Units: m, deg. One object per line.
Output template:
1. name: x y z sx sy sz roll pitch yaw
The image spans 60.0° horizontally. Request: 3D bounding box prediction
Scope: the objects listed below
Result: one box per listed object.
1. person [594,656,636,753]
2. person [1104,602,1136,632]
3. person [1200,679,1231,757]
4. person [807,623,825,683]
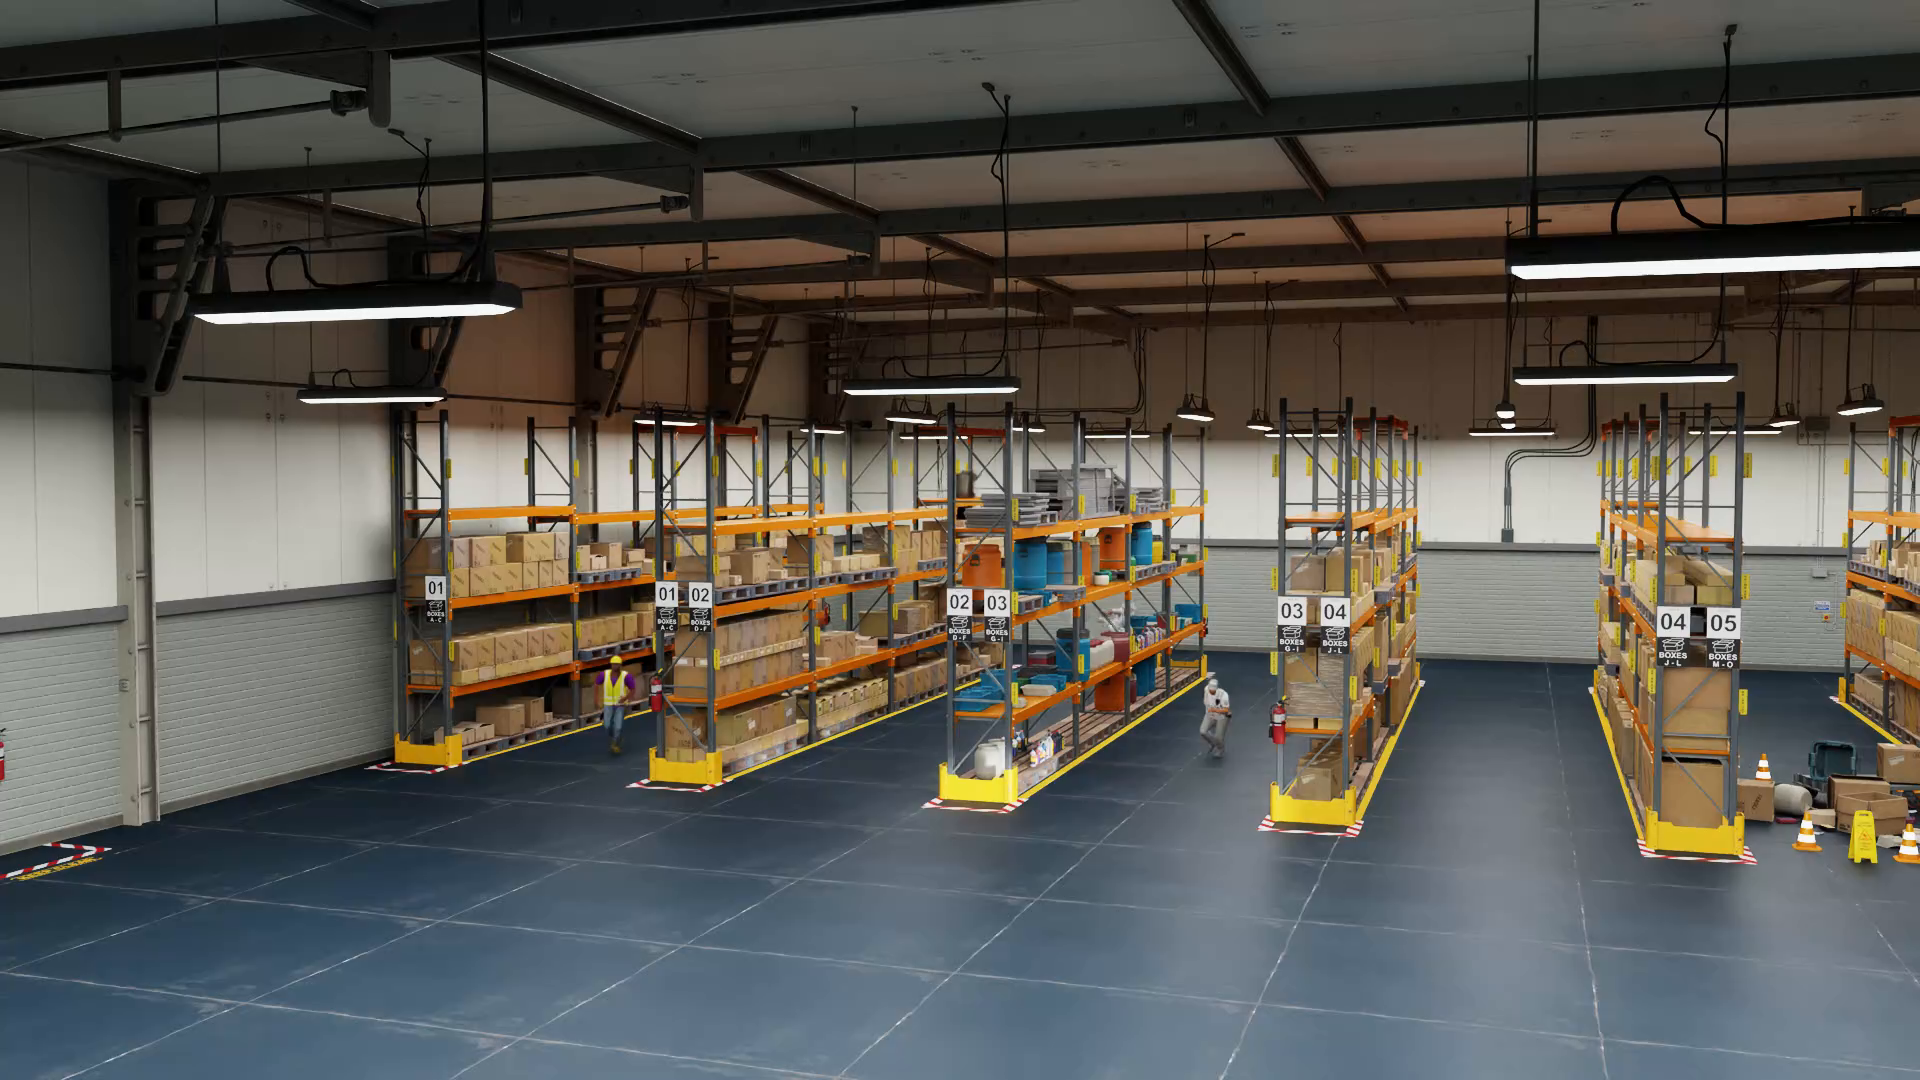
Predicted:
1. person: -6.063 2.885 29.142 0.745 1.719 0.558 0 2 0
2. person: 4.139 2.385 43.474 0.682 1.558 1.176 -2 3 -40
3. person: 4.393 3.059 28.560 0.611 1.421 0.958 1 3 31
4. person: -3.233 2.643 37.908 0.561 1.558 0.779 -1 3 -18
